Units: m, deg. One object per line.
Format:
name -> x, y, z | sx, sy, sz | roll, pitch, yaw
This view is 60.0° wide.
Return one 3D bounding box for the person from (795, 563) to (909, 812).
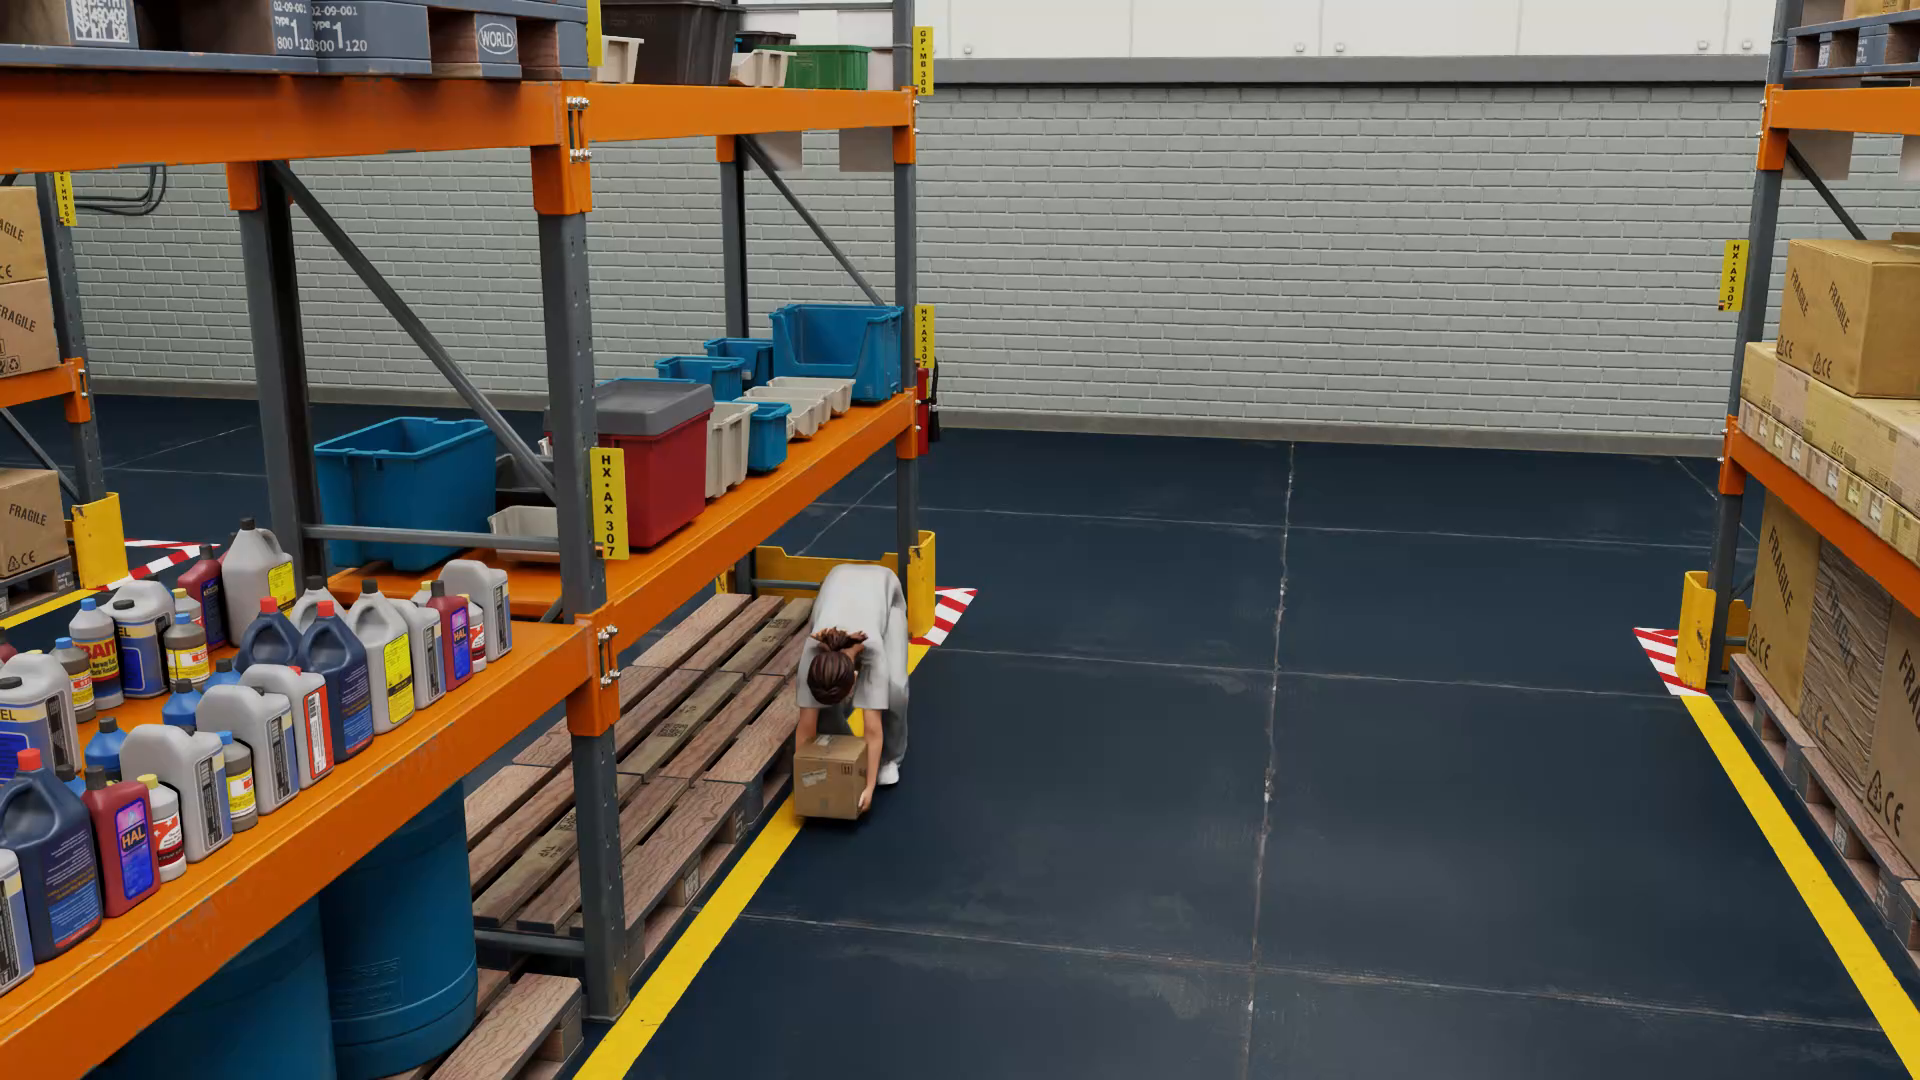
person -> -0.443, 0.598, 6.777 | 0.471, 0.893, 0.849 | 2, 15, 8
